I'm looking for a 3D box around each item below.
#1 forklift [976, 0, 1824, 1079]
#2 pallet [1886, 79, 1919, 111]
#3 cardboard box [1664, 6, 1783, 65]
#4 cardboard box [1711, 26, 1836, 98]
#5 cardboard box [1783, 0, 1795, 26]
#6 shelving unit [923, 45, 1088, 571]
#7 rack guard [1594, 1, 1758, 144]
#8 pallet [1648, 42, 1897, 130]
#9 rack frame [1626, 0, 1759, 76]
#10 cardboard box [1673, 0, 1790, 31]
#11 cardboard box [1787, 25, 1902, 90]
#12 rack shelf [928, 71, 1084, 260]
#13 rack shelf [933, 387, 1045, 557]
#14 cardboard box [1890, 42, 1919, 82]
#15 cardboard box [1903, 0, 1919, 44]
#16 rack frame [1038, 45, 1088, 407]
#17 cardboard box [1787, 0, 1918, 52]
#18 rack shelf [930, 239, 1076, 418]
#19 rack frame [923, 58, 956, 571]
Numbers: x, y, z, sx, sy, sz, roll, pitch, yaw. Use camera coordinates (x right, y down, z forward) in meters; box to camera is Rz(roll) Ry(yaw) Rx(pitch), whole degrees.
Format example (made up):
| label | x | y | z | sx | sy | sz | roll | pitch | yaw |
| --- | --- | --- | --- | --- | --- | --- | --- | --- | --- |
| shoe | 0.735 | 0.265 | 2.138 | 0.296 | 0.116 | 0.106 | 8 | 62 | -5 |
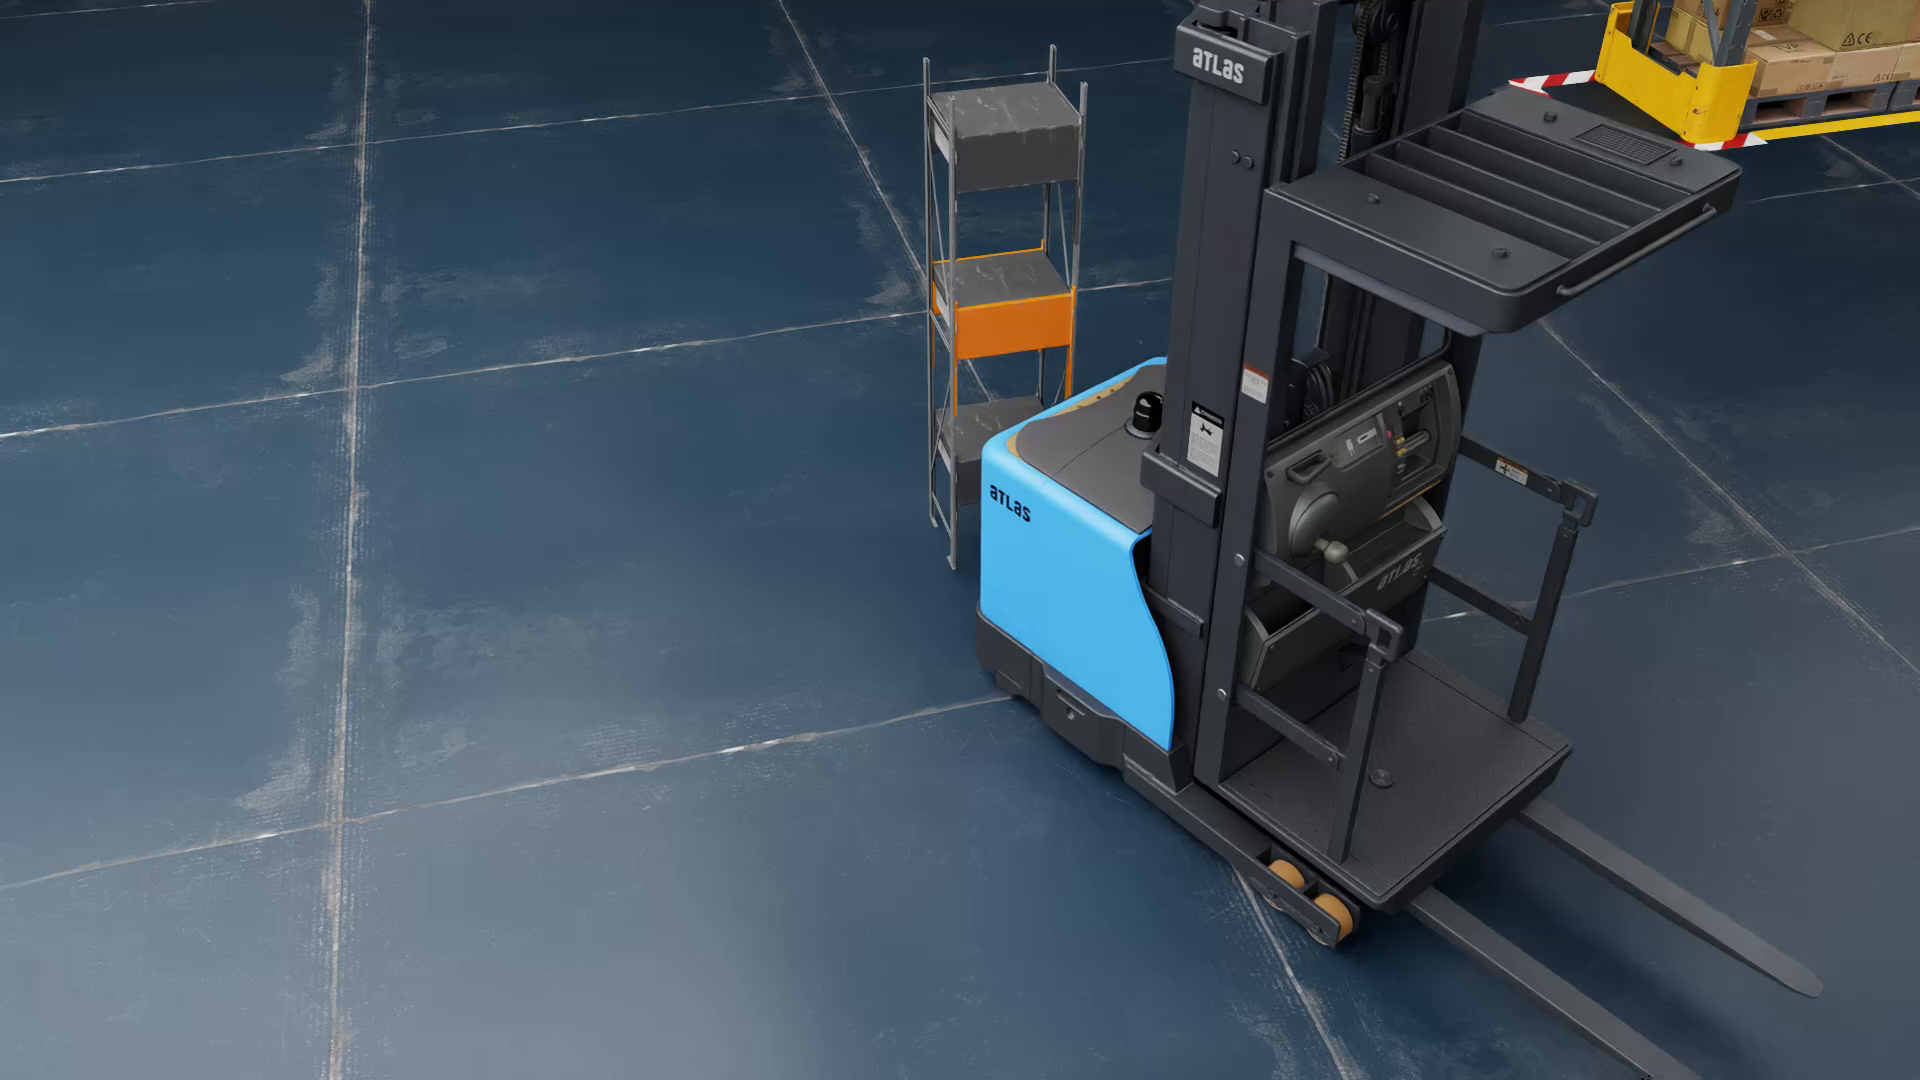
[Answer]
| label | x | y | z | sx | sy | sz | roll | pitch | yaw |
| --- | --- | --- | --- | --- | --- | --- | --- | --- | --- |
| forklift | 1.406 | -0.178 | 5.070 | 1.130 | 2.935 | 3.031 | -28 | 45 | -31 |
| pallet | 6.569 | -3.291 | 11.378 | 1.213 | 0.211 | 1.003 | -9 | 38 | -12 |
| cardboard box | 5.107 | -3.394 | 11.136 | 0.500 | 0.250 | 0.500 | -9 | 38 | -12 |
| cardboard box | 5.242 | -3.090 | 10.739 | 0.500 | 0.250 | 0.500 | -9 | 38 | -12 |
| cardboard box | 5.587 | -3.480 | 11.248 | 0.500 | 0.250 | 0.500 | -9 | 38 | -12 |
| shelving unit | 0.160 | -0.860 | 6.646 | 0.503 | 2.100 | 0.431 | -9 | 38 | -12 |
| rack guard | 4.643 | -3.065 | 10.845 | 0.348 | 0.500 | 1.175 | -9 | 38 | -12 |
| pallet | 5.394 | -3.099 | 11.128 | 1.213 | 0.211 | 1.003 | -9 | 38 | -12 |
| rack frame | 4.666 | -4.061 | 10.090 | 0.127 | 3.000 | 1.000 | -9 | 38 | -12 |
| cardboard box | 5.107 | -3.693 | 10.910 | 0.500 | 0.500 | 0.500 | -9 | 38 | -12 |
| cardboard box | 5.724 | -3.172 | 10.845 | 0.500 | 0.250 | 0.500 | -9 | 38 | -12 |
| rack shelf | 0.160 | -1.405 | 6.229 | 0.480 | 0.518 | 0.431 | -9 | 38 | -12 |
| rack shelf | 0.160 | -0.293 | 7.080 | 0.480 | 0.518 | 0.431 | -9 | 38 | -12 |
| cardboard box | 6.207 | -3.251 | 10.948 | 0.500 | 0.250 | 0.500 | -9 | 38 | -12 |
| cardboard box | 6.204 | -3.555 | 10.729 | 0.500 | 0.500 | 0.500 | -9 | 38 | -12 |
| rack frame | 0.395 | -0.899 | 6.697 | 0.015 | 2.100 | 0.400 | -9 | 38 | -12 |
| cardboard box | 5.724 | -3.469 | 10.616 | 0.500 | 0.500 | 0.500 | -9 | 38 | -12 |
| rack shelf | 0.160 | -0.849 | 6.655 | 0.480 | 0.518 | 0.431 | -9 | 38 | -12 |
| rack frame | -0.076 | -0.822 | 6.596 | 0.015 | 2.100 | 0.400 | -9 | 38 | -12 |
